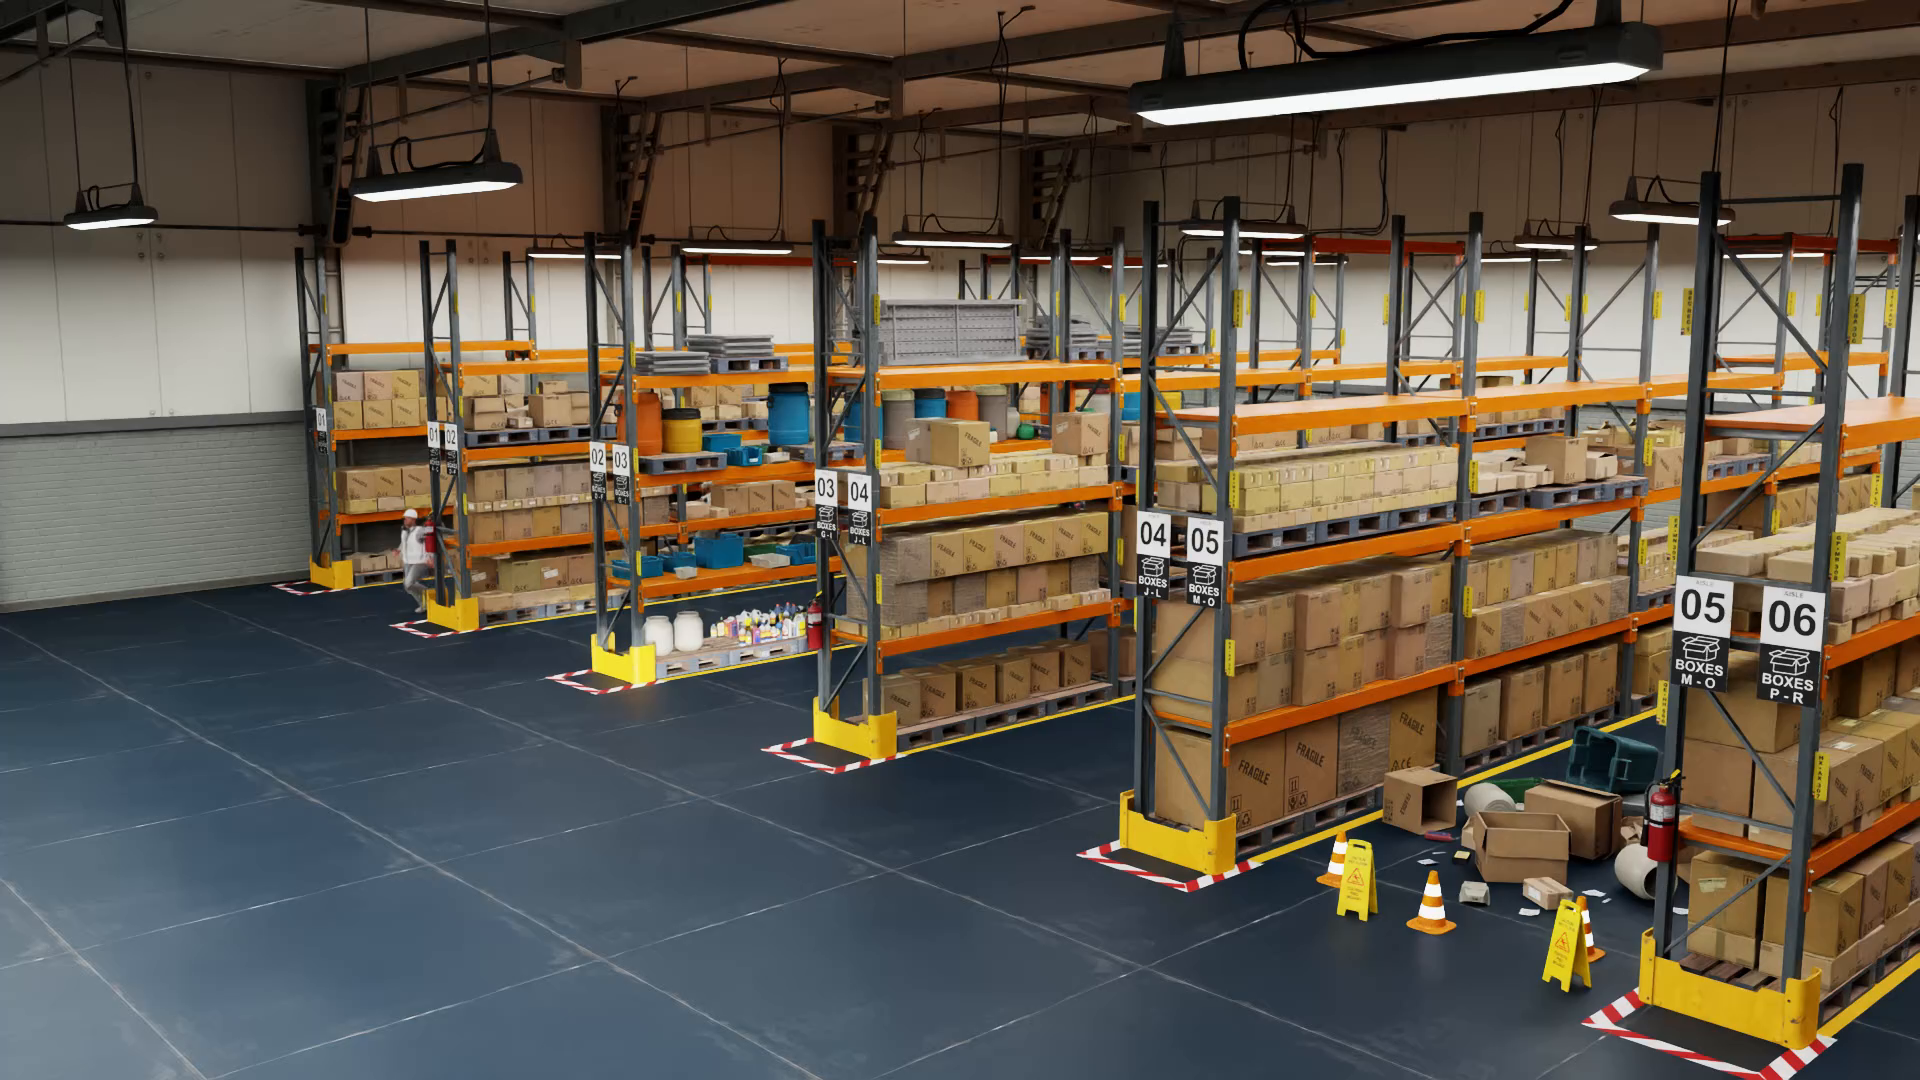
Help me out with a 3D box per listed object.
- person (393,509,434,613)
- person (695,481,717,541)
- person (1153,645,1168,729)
[{"bbox_3d":[-8.915,0.354,27.119,0.662,1.724,0.625,5,10,31],"label":"person"},{"bbox_3d":[-4.810,-0.304,31.867,0.697,1.648,0.618,-7,11,-40],"label":"person"},{"bbox_3d":[2.406,1.649,18.695,0.590,1.622,0.640,5,10,31],"label":"person"}]
